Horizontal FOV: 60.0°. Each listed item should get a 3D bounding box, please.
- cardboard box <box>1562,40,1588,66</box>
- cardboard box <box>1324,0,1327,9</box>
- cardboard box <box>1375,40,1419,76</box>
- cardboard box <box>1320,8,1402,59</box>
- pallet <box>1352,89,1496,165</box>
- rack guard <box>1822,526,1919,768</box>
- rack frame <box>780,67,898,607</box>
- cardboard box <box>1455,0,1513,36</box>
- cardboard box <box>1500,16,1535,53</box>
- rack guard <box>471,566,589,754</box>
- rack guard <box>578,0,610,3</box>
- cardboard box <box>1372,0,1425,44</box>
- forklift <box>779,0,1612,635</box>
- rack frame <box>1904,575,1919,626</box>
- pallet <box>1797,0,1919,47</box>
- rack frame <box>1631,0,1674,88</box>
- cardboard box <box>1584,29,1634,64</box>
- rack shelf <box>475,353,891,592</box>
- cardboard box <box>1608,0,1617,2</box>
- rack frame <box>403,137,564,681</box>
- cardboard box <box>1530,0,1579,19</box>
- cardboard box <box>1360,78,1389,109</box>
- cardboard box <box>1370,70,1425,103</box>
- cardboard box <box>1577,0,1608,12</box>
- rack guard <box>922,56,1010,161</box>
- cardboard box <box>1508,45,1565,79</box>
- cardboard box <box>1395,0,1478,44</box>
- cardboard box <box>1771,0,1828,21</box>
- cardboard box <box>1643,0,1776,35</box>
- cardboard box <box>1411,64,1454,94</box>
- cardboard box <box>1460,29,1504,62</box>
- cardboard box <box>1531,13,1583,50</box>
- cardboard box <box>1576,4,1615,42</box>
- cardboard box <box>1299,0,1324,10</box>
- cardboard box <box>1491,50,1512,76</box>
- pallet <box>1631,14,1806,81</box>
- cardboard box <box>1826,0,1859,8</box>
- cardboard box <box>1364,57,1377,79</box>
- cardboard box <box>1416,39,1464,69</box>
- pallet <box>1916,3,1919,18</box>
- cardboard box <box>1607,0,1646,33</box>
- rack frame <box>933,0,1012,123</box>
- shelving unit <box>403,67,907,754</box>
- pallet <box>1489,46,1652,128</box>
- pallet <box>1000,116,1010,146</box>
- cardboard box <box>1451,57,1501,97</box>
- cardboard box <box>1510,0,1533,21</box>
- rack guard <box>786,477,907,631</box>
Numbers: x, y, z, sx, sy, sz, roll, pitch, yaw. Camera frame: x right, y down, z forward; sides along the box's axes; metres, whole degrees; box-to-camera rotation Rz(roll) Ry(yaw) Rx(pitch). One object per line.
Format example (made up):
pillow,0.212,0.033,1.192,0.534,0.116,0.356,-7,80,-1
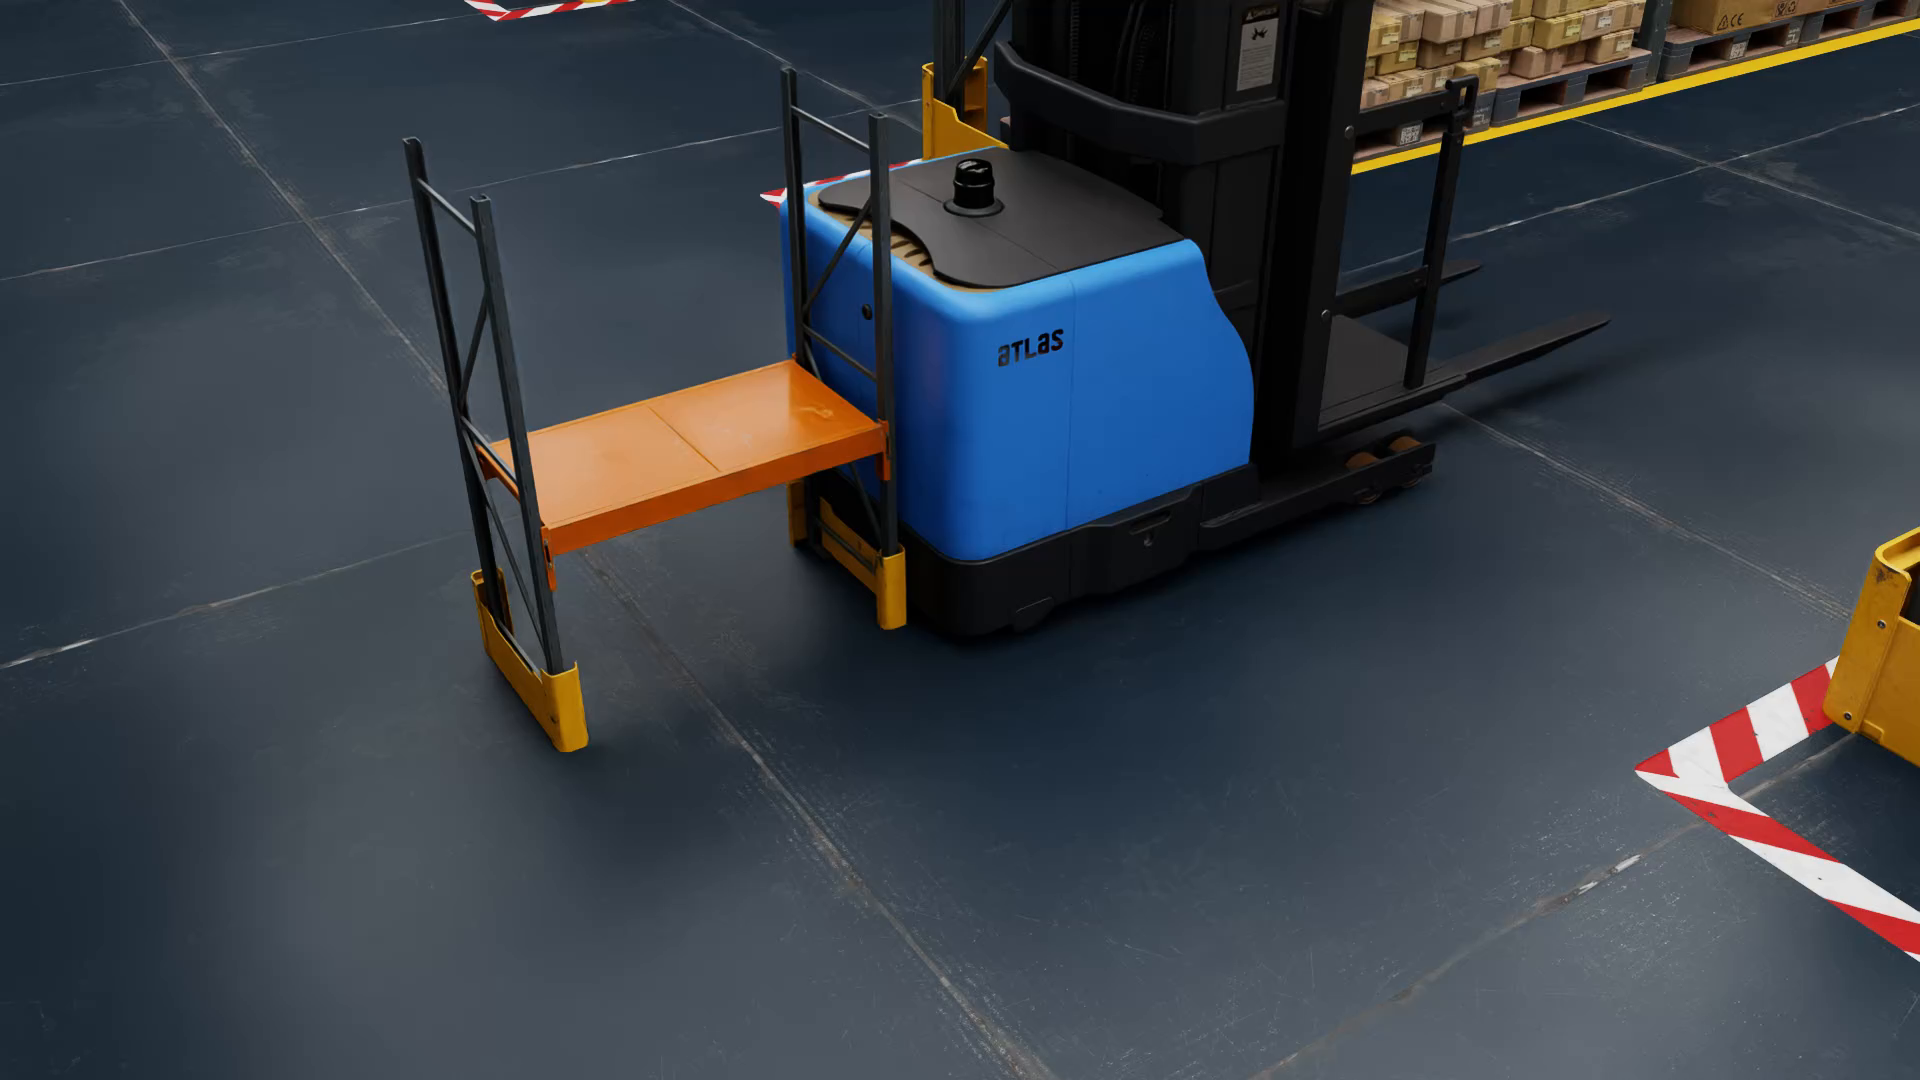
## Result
cardboard box,3.147,-2.681,8.967,0.250,0.149,0.380,-18,36,-26
cardboard box,1.827,-2.789,8.581,0.250,0.149,0.380,-19,37,-27
cardboard box,2.076,-2.470,8.354,0.250,0.149,0.380,-17,36,-25
cardboard box,1.914,-2.469,8.073,0.250,0.149,0.380,-18,37,-27
pallet,1.984,-2.269,8.649,1.213,0.211,1.003,-19,37,-27
rack guard,2.776,0.461,4.051,0.348,0.500,1.175,-19,37,-27
rack frame,-0.328,-0.514,4.660,0.032,1.500,0.500,-20,37,-28
cardboard box,2.561,-2.690,8.424,0.250,0.149,0.380,-21,38,-30
cardboard box,2.763,-2.679,8.686,0.250,0.149,0.380,-19,37,-27
rack guard,-1.171,0.317,4.514,0.087,0.250,0.587,-20,37,-28
rack guard,-2.593,-3.983,11.096,0.348,0.500,1.175,-19,37,-27
cardboard box,2.073,-2.584,8.256,0.250,0.149,0.380,-19,37,-27
forklift,0.965,-1.570,4.992,3.031,2.935,1.130,-20,37,-28
rack frame,2.796,-0.603,3.395,0.127,3.000,1.000,-19,37,-27
pallet,5.236,-3.414,10.464,1.213,0.211,1.003,-19,37,-27
rack frame,3.556,-4.013,8.800,0.127,3.000,1.000,-19,37,-27
cardboard box,3.411,-2.719,9.027,0.250,0.149,0.380,-18,37,-27
rack shelf,-0.750,-0.211,4.516,1.000,0.185,0.538,-20,37,-28
cardboard box,3.398,-3.017,8.942,0.250,0.149,0.380,-18,36,-26
rack frame,-1.172,-0.212,4.180,0.032,1.500,0.500,-20,37,-28
cardboard box,2.999,-2.850,8.677,0.250,0.149,0.380,-19,37,-28
cardboard box,1.882,-2.198,8.201,0.250,0.149,0.380,-21,38,-30
cardboard box,2.100,-2.290,8.347,0.250,0.149,0.380,-19,37,-27
cardboard box,3.204,-2.925,8.797,0.250,0.149,0.380,-18,37,-27
rack guard,0.258,-1.821,7.669,0.348,0.500,1.175,-19,37,-27
cardboard box,2.960,-2.576,8.800,0.250,0.149,0.380,-20,38,-29
cardboard box,2.341,-2.607,8.292,0.250,0.149,0.380,-20,38,-29
cardboard box,4.764,-3.382,9.749,0.500,0.500,0.500,-17,36,-25
cardboard box,4.320,-3.228,9.505,0.500,0.500,0.500,-17,36,-25
cardboard box,2.285,-2.374,8.481,0.250,0.149,0.380,-18,37,-26
cardboard box,2.559,-2.597,8.555,0.250,0.149,0.380,-18,36,-26
cardboard box,3.027,-2.708,8.731,0.250,0.149,0.380,-20,38,-29
cardboard box,3.242,-2.793,8.866,0.250,0.149,0.380,-21,38,-29
cardboard box,1.622,-2.701,8.441,0.250,0.149,0.380,-20,38,-29
cardboard box,2.673,-2.554,8.766,0.250,0.149,0.380,-20,37,-28
pallet,4.209,-3.059,9.902,1.213,0.211,1.003,-19,37,-27
cardboard box,5.197,-3.539,9.998,0.500,0.500,0.500,-18,37,-26
cardboard box,1.843,-2.397,8.238,0.250,0.149,0.380,-17,36,-25
cardboard box,2.323,-2.528,8.447,0.250,0.149,0.380,-21,38,-29
pallet,6.260,-3.765,11.020,1.213,0.211,1.003,-19,37,-27
cardboard box,3.463,-2.877,8.999,0.250,0.149,0.380,-18,37,-26
rack frame,0.194,-2.857,6.967,0.127,3.000,1.000,-19,37,-27
shelving unit,-0.758,-0.360,4.415,1.083,1.500,0.587,-20,37,-28
pallet,3.010,-2.624,9.211,1.213,0.211,1.003,-19,37,-27
pallet,0.960,-1.918,8.093,1.213,0.211,1.003,-19,37,-27
cardboard box,2.541,-2.419,8.552,0.250,0.149,0.380,-19,37,-27
cardboard box,2.739,-2.810,8.614,0.250,0.149,0.380,-18,36,-26
rack guard,-0.345,0.020,4.984,0.087,0.250,0.587,-20,37,-28
